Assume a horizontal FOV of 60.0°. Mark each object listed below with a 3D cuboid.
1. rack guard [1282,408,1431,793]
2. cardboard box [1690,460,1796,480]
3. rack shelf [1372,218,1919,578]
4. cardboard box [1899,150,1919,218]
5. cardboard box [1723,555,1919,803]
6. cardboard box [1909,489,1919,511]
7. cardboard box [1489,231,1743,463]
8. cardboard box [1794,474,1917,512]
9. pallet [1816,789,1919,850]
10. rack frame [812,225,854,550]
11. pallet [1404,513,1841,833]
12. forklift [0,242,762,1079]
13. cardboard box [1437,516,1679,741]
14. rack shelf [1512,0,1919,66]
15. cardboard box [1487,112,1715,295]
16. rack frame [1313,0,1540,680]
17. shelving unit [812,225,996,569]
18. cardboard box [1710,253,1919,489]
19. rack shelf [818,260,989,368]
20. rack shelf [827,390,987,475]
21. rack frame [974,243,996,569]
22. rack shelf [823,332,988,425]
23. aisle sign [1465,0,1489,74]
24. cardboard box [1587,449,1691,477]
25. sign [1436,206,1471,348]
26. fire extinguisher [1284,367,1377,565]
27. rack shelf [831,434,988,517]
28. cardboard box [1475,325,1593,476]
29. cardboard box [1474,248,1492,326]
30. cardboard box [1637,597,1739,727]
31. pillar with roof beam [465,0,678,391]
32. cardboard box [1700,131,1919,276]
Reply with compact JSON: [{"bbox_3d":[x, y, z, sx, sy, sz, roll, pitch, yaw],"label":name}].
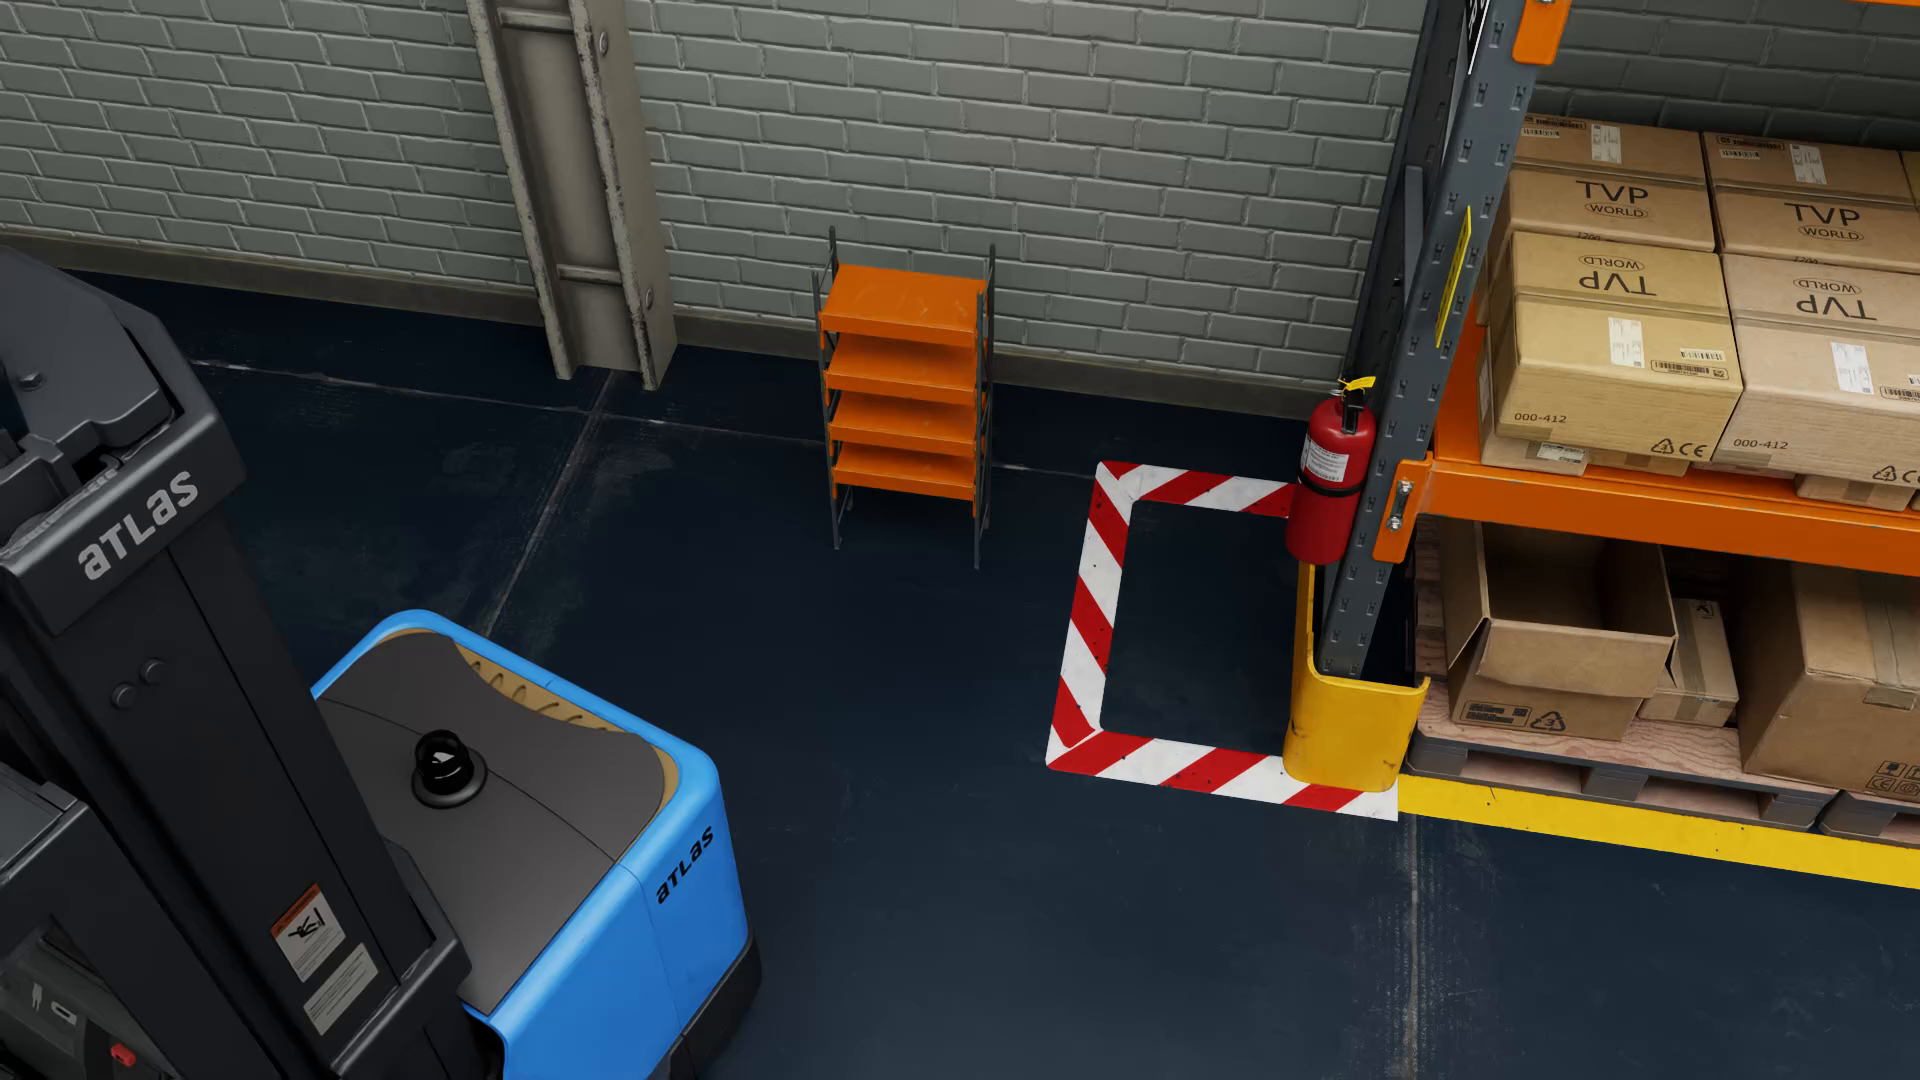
[{"bbox_3d":[1.259,0.159,5.271,0.348,0.500,1.175,8,49,7],"label":"rack guard"},{"bbox_3d":[1.982,-0.349,4.216,0.250,0.149,0.380,7,48,6],"label":"cardboard box"},{"bbox_3d":[3.152,-0.181,4.380,4.000,0.370,1.077,8,49,7],"label":"rack shelf"},{"bbox_3d":[2.677,-0.731,4.291,0.500,0.250,0.500,9,49,8],"label":"cardboard box"},{"bbox_3d":[2.603,0.301,4.861,0.500,0.500,0.700,9,49,8],"label":"cardboard box"},{"bbox_3d":[2.482,-0.239,4.117,0.250,0.149,0.380,8,49,7],"label":"cardboard box"},{"bbox_3d":[1.582,-0.478,4.064,0.500,0.250,0.500,8,49,7],"label":"cardboard box"},{"bbox_3d":[2.220,-0.270,4.145,0.250,0.149,0.380,9,49,8],"label":"cardboard box"},{"bbox_3d":[3.240,0.524,5.138,1.213,0.211,1.003,8,49,7],"label":"pallet"},{"bbox_3d":[-0.403,-0.455,5.352,0.015,1.200,0.240,8,49,7],"label":"rack frame"},{"bbox_3d":[2.043,0.361,5.284,1.213,0.211,1.003,8,49,7],"label":"pallet"},{"bbox_3d":[-1.723,1.016,2.867,1.130,2.935,3.031,23,52,20],"label":"forklift"},{"bbox_3d":[1.769,0.158,4.987,0.637,0.503,0.797,6,48,5],"label":"cardboard box"},{"bbox_3d":[3.152,-1.184,3.264,4.000,0.370,1.077,8,49,7],"label":"rack shelf"},{"bbox_3d":[1.684,-0.869,4.415,0.500,0.250,0.500,9,49,8],"label":"cardboard box"},{"bbox_3d":[1.184,-0.686,4.350,0.127,3.000,1.000,8,49,7],"label":"rack frame"},{"bbox_3d":[-0.163,-0.423,5.323,0.503,1.200,0.258,8,49,7],"label":"shelving unit"},{"bbox_3d":[2.079,-0.412,4.004,0.500,0.250,0.500,8,49,7],"label":"cardboard box"},{"bbox_3d":[-0.163,-0.686,5.031,0.480,0.148,0.258,8,49,7],"label":"rack shelf"},{"bbox_3d":[-0.163,-0.378,5.373,0.480,0.148,0.258,8,49,7],"label":"rack shelf"},{"bbox_3d":[0.077,-0.391,5.294,0.015,1.200,0.240,8,49,7],"label":"rack frame"},{"bbox_3d":[-0.163,-0.527,5.207,0.480,0.148,0.258,8,49,7],"label":"rack shelf"},{"bbox_3d":[1.064,-1.349,3.198,0.004,0.787,0.394,8,49,7],"label":"aisle sign"},{"bbox_3d":[1.717,-0.358,4.224,0.250,0.149,0.380,9,49,8],"label":"cardboard box"},{"bbox_3d":[1.087,-0.578,3.671,0.005,0.325,0.100,8,49,7],"label":"sign"},{"bbox_3d":[0.957,-0.217,4.231,0.183,0.674,0.296,8,49,7],"label":"fire extinguisher"},{"bbox_3d":[-0.163,-0.245,5.521,0.480,0.148,0.258,8,49,7],"label":"rack shelf"},{"bbox_3d":[1.459,-0.358,4.224,0.250,0.149,0.380,7,48,7],"label":"cardboard box"},{"bbox_3d":[1.558,-0.755,4.581,0.250,0.149,0.380,7,48,6],"label":"cardboard box"},{"bbox_3d":[2.180,0.361,5.043,0.250,0.149,0.380,6,48,5],"label":"cardboard box"},{"bbox_3d":[-2.075,-0.557,0.200,0.400,9.000,9.100,8,49,7],"label":"pillar with roof beam"},{"bbox_3d":[2.191,-0.800,4.353,0.500,0.250,0.500,8,49,7],"label":"cardboard box"}]
